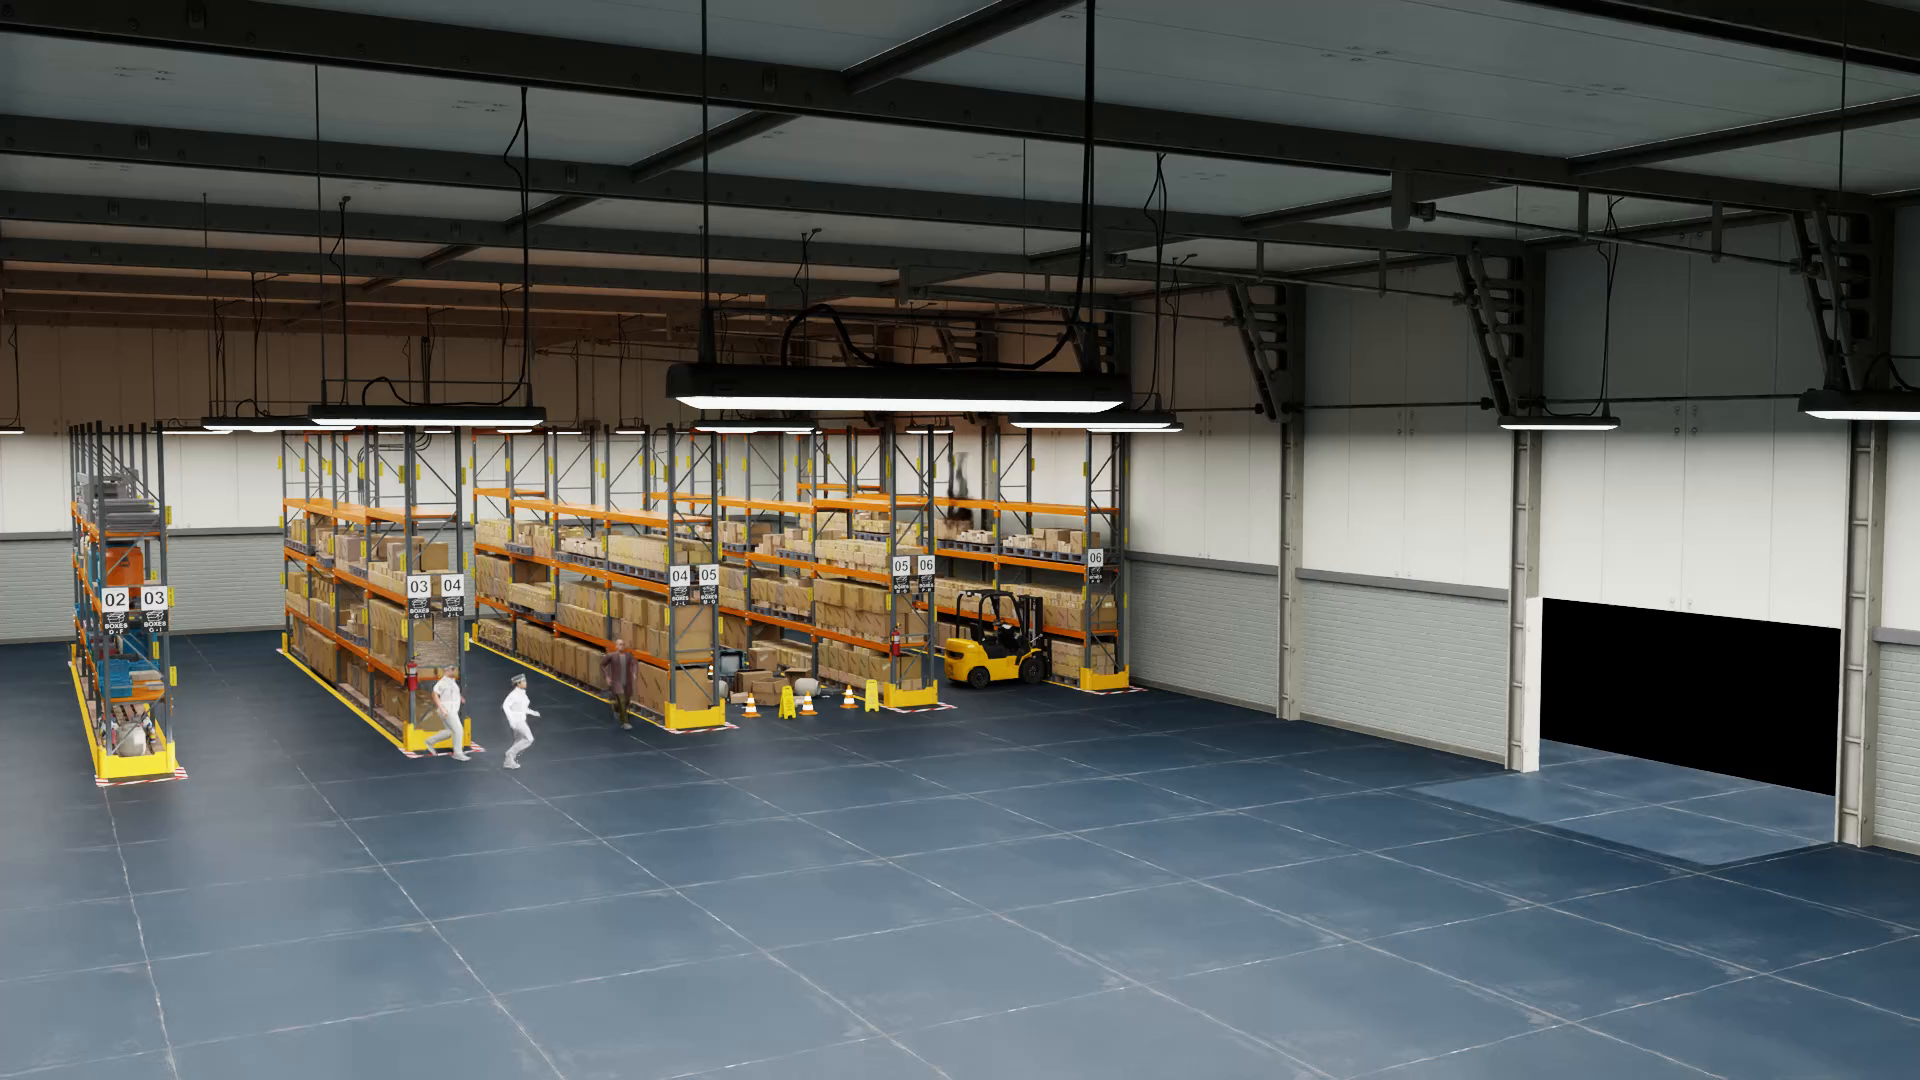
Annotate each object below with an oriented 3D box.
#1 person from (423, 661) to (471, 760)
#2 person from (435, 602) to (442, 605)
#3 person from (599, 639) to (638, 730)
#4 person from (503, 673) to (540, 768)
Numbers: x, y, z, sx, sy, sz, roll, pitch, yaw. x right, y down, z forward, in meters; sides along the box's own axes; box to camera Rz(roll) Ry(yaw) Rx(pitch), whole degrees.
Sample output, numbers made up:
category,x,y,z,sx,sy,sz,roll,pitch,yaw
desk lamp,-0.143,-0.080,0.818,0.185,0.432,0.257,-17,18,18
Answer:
category,x,y,z,sx,sy,sz,roll,pitch,yaw
person,-9.114,3.035,29.499,0.837,1.775,0.698,0,4,-7
person,-15.071,1.912,47.563,0.675,1.728,0.614,-1,4,-23
person,-6.698,2.814,32.723,0.744,1.750,0.945,-2,4,-35
person,-7.578,3.119,28.694,0.633,1.640,0.599,0,4,-2
